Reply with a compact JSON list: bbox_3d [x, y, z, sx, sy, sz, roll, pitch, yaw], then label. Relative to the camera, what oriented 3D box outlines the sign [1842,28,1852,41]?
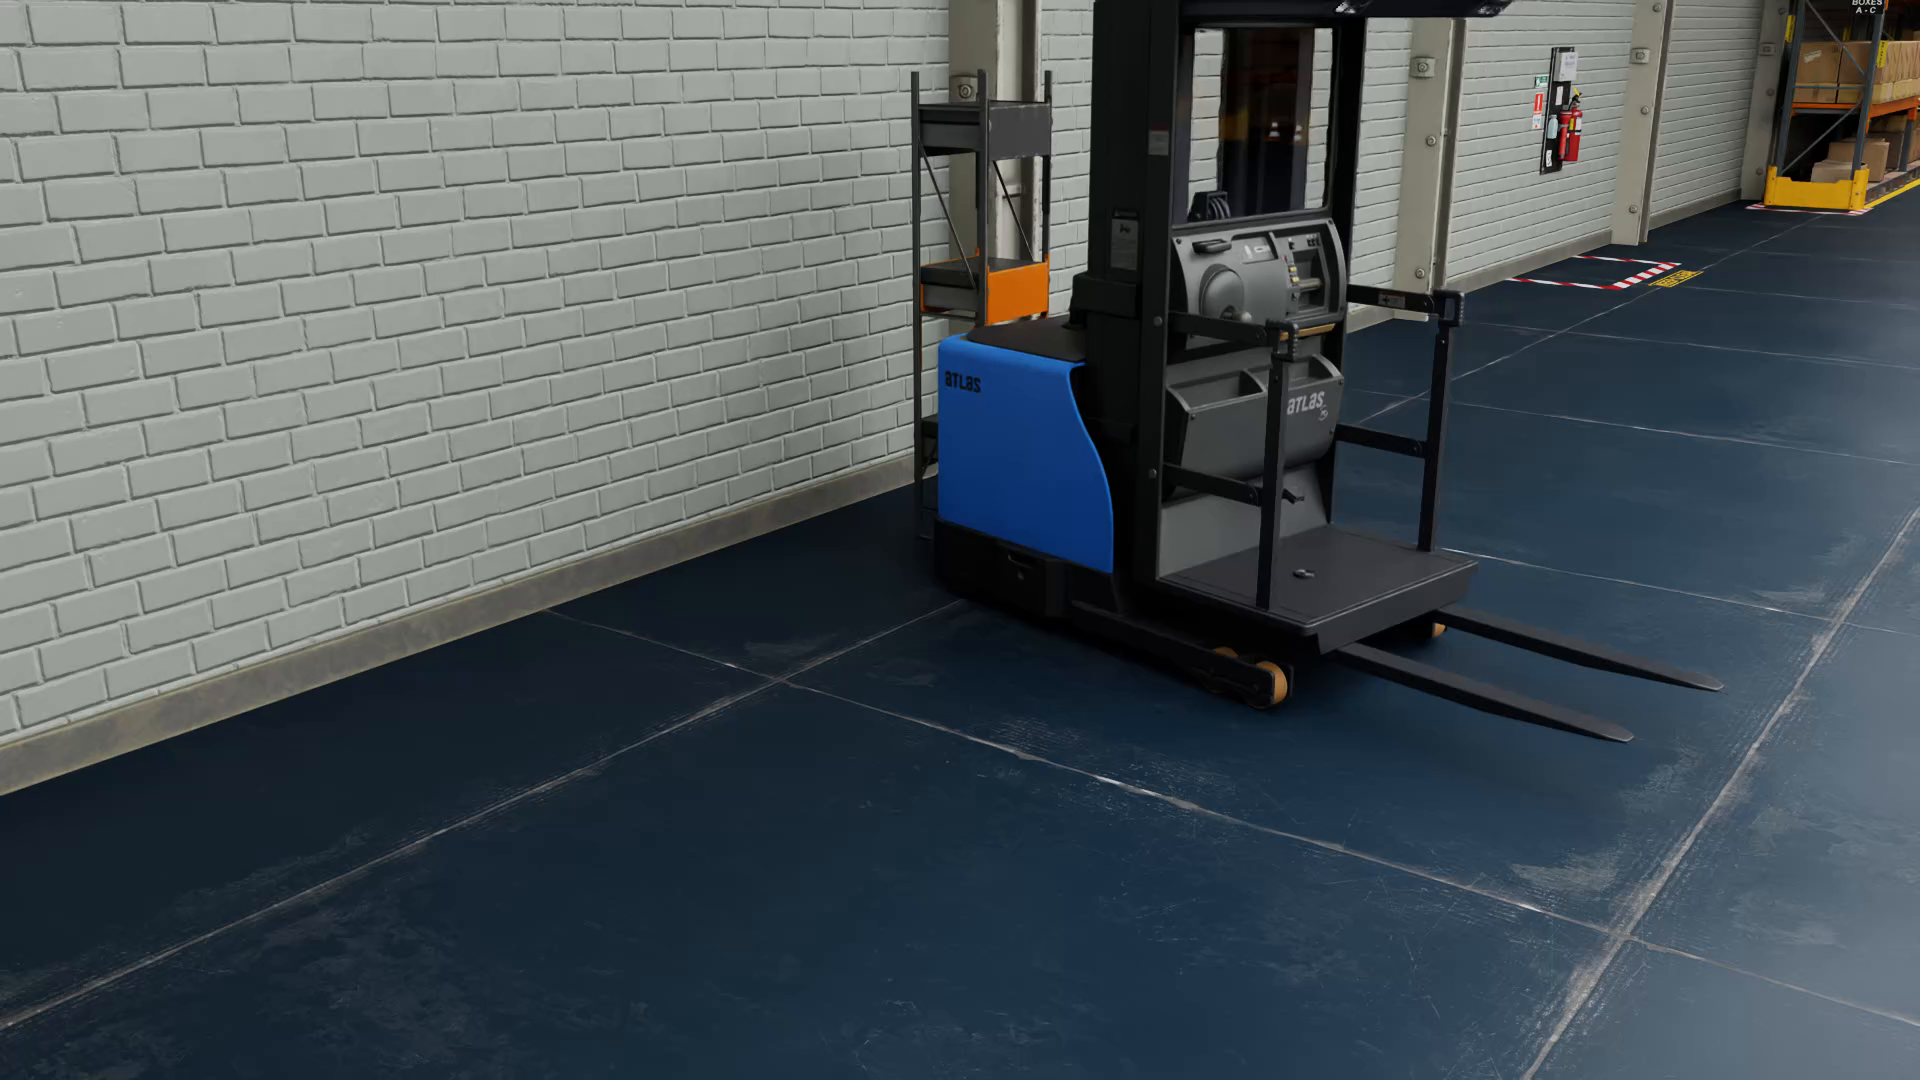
[{"bbox_3d":[13.117,-7.413,24.604,0.100,0.325,0.005,12,21,35],"label":"sign"}]

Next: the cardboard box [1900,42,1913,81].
[{"bbox_3d":[12.621,-6.529,22.667,0.500,0.500,0.500,13,22,36],"label":"cardboard box"}]

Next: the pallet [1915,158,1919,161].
[{"bbox_3d":[15.481,-6.198,27.346,1.003,0.211,1.213,12,21,35],"label":"pallet"}]

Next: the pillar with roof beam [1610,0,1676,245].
[{"bbox_3d":[10.786,-6.805,14.483,9.100,9.000,0.400,12,21,35],"label":"pillar with roof beam"}]

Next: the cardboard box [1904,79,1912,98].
[{"bbox_3d":[12.935,-6.294,23.174,0.500,0.250,0.500,12,21,34],"label":"cardboard box"}]

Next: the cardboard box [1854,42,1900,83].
[{"bbox_3d":[12.010,-6.282,21.871,0.500,0.500,0.500,12,21,35],"label":"cardboard box"}]

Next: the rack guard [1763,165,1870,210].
[{"bbox_3d":[11.227,-4.634,21.824,1.175,0.500,0.348,12,21,35],"label":"rack guard"}]

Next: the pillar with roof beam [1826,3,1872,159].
[{"bbox_3d":[17.936,-9.663,23.686,9.100,9.000,0.400,12,21,35],"label":"pillar with roof beam"}]

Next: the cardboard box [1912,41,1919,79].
[{"bbox_3d":[13.239,-6.772,23.446,0.500,0.500,0.500,12,21,34],"label":"cardboard box"}]

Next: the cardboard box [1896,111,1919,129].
[{"bbox_3d":[14.869,-6.661,26.344,0.500,0.250,0.500,12,21,34],"label":"cardboard box"}]

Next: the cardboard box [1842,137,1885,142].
[{"bbox_3d":[12.978,-5.525,23.949,0.500,0.500,0.500,11,20,31],"label":"cardboard box"}]

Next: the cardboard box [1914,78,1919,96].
[{"bbox_3d":[13.526,-6.534,23.946,0.500,0.250,0.500,12,21,35],"label":"cardboard box"}]

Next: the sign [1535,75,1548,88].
[{"bbox_3d":[5.423,-4.275,15.498,0.001,0.109,0.331,12,21,35],"label":"sign"}]

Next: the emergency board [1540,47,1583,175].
[{"bbox_3d":[5.826,-4.119,15.948,0.194,1.169,0.643,12,21,35],"label":"emergency board"}]

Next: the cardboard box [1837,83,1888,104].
[{"bbox_3d":[11.727,-5.808,21.608,0.500,0.250,0.500,12,21,33],"label":"cardboard box"}]

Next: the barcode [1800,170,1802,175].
[{"bbox_3d":[11.355,-4.964,22.448,0.001,0.075,0.075,12,21,35],"label":"barcode"}]

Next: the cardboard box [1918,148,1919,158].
[{"bbox_3d":[15.161,-6.449,26.925,0.700,0.500,0.500,12,21,35],"label":"cardboard box"}]

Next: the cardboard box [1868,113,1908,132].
[{"bbox_3d":[14.250,-6.421,25.571,0.500,0.250,0.500,12,21,34],"label":"cardboard box"}]

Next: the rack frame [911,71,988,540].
[{"bbox_3d":[-0.047,-0.984,7.372,0.400,2.100,0.015,12,21,35],"label":"rack frame"}]

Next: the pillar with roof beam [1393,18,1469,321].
[{"bbox_3d":[7.211,-5.376,9.881,9.100,9.000,0.400,12,21,35],"label":"pillar with roof beam"}]

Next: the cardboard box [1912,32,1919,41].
[{"bbox_3d":[15.587,-8.116,26.817,0.380,0.149,0.250,9,19,26],"label":"cardboard box"}]

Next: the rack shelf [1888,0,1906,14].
[{"bbox_3d":[14.756,-8.328,25.659,1.077,0.370,4.000,12,21,35],"label":"rack shelf"}]

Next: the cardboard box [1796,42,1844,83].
[{"bbox_3d":[11.292,-6.256,21.785,0.500,0.500,0.500,12,21,34],"label":"cardboard box"}]

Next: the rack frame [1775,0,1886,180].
[{"bbox_3d":[11.181,-5.810,21.395,1.000,3.000,0.127,12,21,35],"label":"rack frame"}]

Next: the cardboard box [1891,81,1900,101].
[{"bbox_3d":[12.333,-6.054,22.401,0.500,0.250,0.500,12,21,34],"label":"cardboard box"}]

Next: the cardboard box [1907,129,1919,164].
[{"bbox_3d":[14.594,-6.204,26.135,0.700,0.500,0.500,13,21,35],"label":"cardboard box"}]

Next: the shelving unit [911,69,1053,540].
[{"bbox_3d":[0.099,-1.042,7.559,0.431,2.100,0.503,12,21,35],"label":"shelving unit"}]

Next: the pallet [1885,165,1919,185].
[{"bbox_3d":[14.027,-5.617,25.474,1.003,0.211,1.213,12,21,35],"label":"pallet"}]

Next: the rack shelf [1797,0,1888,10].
[{"bbox_3d":[12.373,-7.375,22.591,1.077,0.370,4.000,12,21,35],"label":"rack shelf"}]

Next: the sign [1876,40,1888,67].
[{"bbox_3d":[11.617,-6.127,20.958,0.100,0.325,0.005,12,21,35],"label":"sign"}]

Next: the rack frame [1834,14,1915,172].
[{"bbox_3d":[13.565,-6.763,24.463,1.000,3.000,0.127,12,21,35],"label":"rack frame"}]

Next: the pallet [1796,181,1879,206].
[{"bbox_3d":[11.739,-4.684,22.470,1.003,0.211,1.213,12,21,35],"label":"pallet"}]

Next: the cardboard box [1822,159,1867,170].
[{"bbox_3d":[12.006,-5.021,22.645,0.500,0.311,0.500,15,22,39],"label":"cardboard box"}]

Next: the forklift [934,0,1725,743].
[{"bbox_3d":[1.250,-0.976,5.946,1.130,2.935,3.031,-15,23,-40],"label":"forklift"}]

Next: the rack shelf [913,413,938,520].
[{"bbox_3d":[0.099,-0.361,7.771,0.431,0.518,0.480,12,21,35],"label":"rack shelf"}]

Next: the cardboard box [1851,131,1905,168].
[{"bbox_3d":[13.990,-5.957,25.342,0.700,0.500,0.500,13,22,37],"label":"cardboard box"}]
